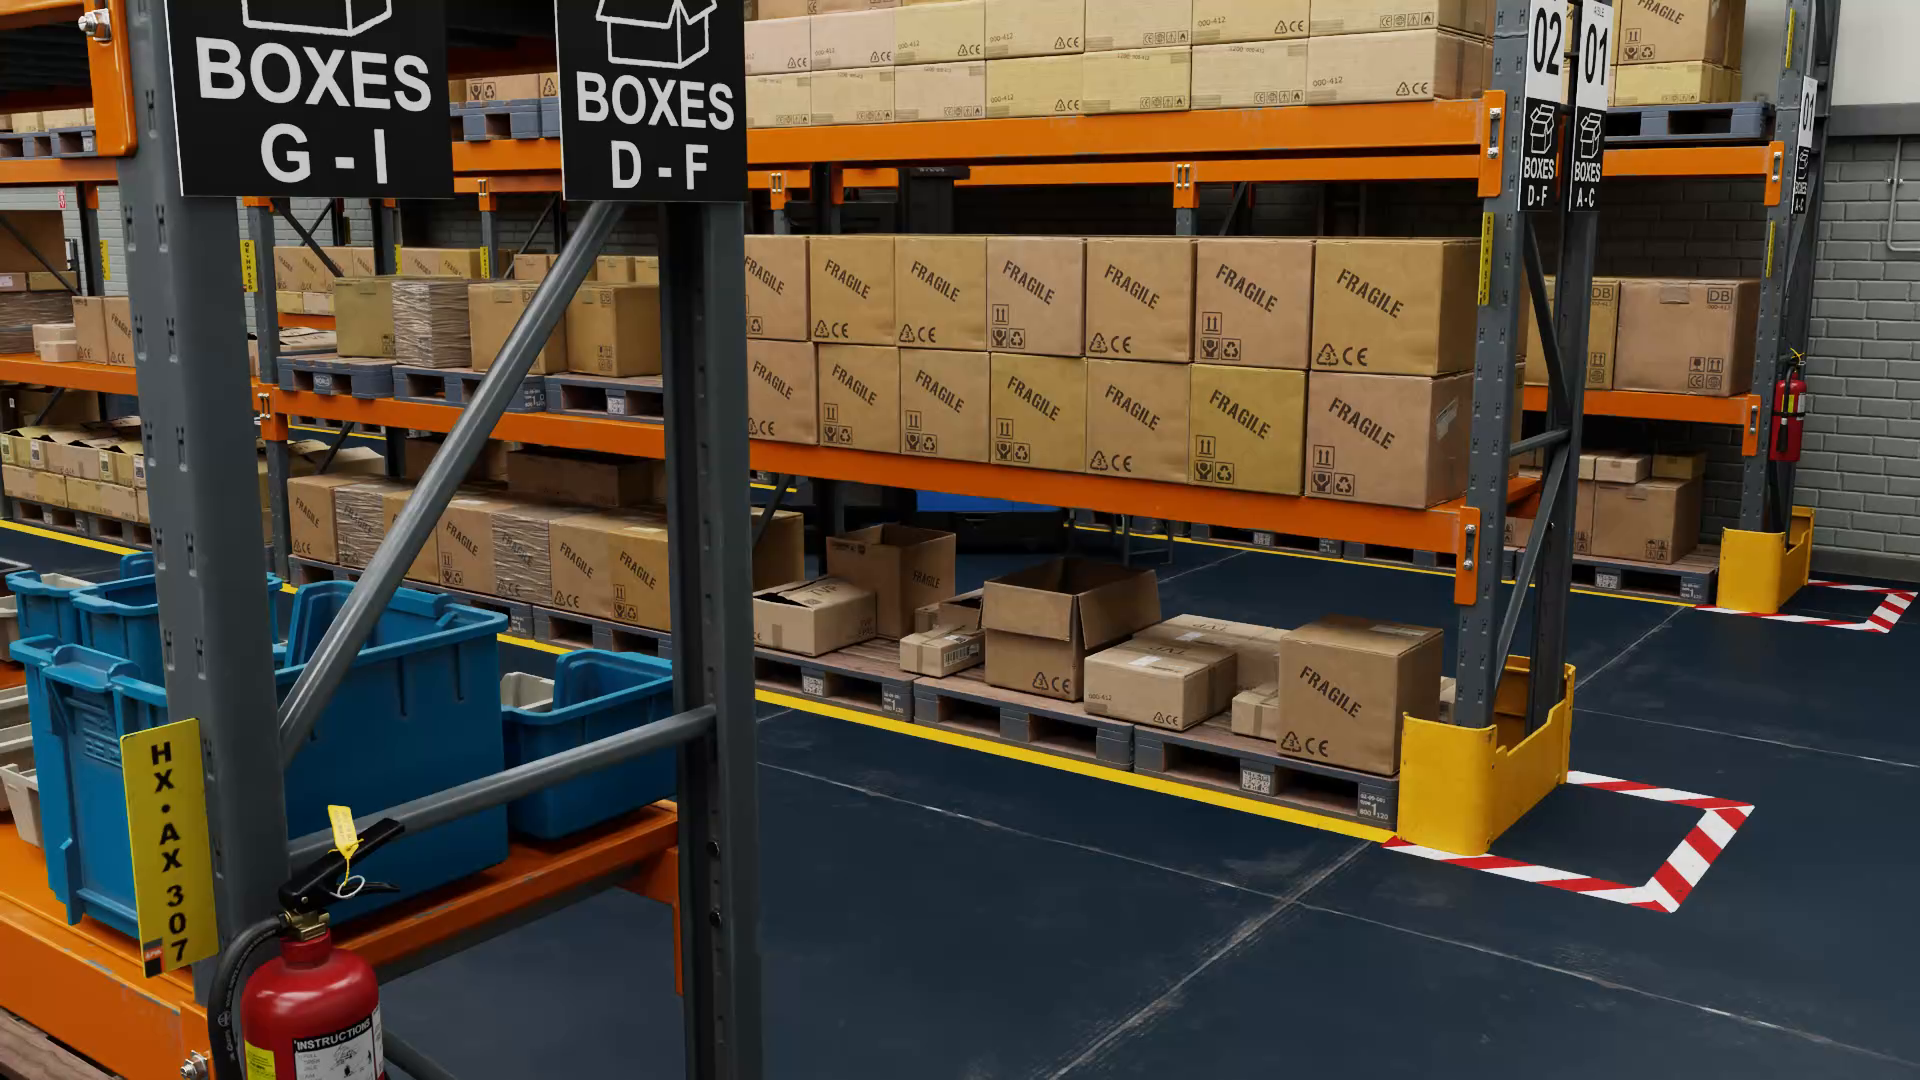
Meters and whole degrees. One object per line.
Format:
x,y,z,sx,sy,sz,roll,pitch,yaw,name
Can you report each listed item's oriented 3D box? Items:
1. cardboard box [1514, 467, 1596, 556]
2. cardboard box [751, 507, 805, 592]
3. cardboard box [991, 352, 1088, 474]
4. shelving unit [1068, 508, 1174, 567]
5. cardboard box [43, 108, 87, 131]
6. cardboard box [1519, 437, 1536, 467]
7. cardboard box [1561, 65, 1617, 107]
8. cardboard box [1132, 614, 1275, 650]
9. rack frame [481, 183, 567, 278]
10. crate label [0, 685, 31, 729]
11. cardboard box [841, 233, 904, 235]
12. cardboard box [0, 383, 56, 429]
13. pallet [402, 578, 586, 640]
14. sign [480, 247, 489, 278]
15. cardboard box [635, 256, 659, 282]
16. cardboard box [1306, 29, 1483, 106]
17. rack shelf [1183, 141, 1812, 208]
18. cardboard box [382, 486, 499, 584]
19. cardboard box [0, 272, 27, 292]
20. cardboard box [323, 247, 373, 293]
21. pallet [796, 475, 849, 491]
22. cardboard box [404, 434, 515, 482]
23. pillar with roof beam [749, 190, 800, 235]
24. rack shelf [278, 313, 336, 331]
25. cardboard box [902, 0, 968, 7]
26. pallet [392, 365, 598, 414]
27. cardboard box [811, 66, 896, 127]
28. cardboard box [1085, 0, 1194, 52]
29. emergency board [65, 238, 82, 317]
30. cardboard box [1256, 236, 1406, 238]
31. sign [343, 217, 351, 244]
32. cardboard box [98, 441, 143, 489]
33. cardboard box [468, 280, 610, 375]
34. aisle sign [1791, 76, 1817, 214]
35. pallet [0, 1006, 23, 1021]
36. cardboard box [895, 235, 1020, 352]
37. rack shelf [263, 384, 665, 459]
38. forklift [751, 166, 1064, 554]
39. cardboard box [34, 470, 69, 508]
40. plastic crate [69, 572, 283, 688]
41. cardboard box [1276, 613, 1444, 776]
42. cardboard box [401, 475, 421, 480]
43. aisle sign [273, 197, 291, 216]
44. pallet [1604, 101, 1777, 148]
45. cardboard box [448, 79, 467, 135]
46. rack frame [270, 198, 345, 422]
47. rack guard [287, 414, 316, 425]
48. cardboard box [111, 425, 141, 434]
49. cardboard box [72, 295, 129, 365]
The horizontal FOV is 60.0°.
4.132,-0.223,11.262,0.500,0.500,0.700,8,13,35,cardboard box
-1.241,0.104,9.518,0.500,0.500,0.500,7,13,33,cardboard box
0.482,-0.595,7.445,0.500,0.500,0.500,8,13,35,cardboard box
1.141,-0.615,11.759,0.431,1.500,0.755,-6,12,-27,shelving unit
-6.508,-3.188,12.505,0.500,0.250,0.500,6,13,30,cardboard box
3.938,-0.616,11.582,0.250,0.149,0.380,8,14,36,cardboard box
3.991,-2.879,10.643,0.500,0.250,0.500,7,13,33,cardboard box
1.153,0.551,7.865,0.500,0.250,0.500,8,13,36,cardboard box
-4.514,-2.474,17.420,0.127,3.000,1.000,8,13,36,rack frame
-1.934,0.366,3.279,0.243,0.136,0.396,8,13,36,crate label
-0.434,-1.338,8.655,0.500,0.500,0.500,8,14,36,cardboard box
-8.039,-1.095,14.449,0.500,0.500,0.500,8,13,36,cardboard box
-2.660,0.331,10.265,1.213,0.211,1.003,8,13,36,pallet
-4.829,-2.815,16.904,0.005,0.325,0.100,8,13,36,sign
-2.692,-2.477,16.016,0.500,0.500,0.700,8,13,36,cardboard box
1.659,-1.782,6.343,0.500,0.250,0.500,8,13,36,cardboard box
3.546,-2.469,11.392,4.000,0.370,1.077,8,13,36,rack shelf
-3.195,-0.044,10.283,0.500,0.500,0.500,8,13,35,cardboard box
-7.789,-2.080,13.415,0.250,0.149,0.380,8,13,35,cardboard box
-6.726,-3.012,18.570,0.500,0.500,0.500,7,13,34,cardboard box
-0.699,-0.555,14.842,1.213,0.211,1.003,8,13,36,pallet
-3.278,-0.547,10.910,0.500,0.250,0.500,9,14,38,cardboard box
-4.374,-4.589,12.559,0.400,9.000,9.100,8,13,36,pillar with roof beam
-6.126,-2.346,18.651,4.000,0.370,1.077,8,13,36,rack shelf
0.145,-2.646,7.518,0.500,0.500,0.700,8,13,36,cardboard box
-2.649,-0.953,10.065,1.213,0.211,1.003,8,13,36,pallet
-0.349,-2.065,7.806,0.500,0.250,0.500,8,13,36,cardboard box
0.860,-2.142,6.887,0.500,0.250,0.500,8,13,36,cardboard box
-13.467,-3.936,24.975,0.643,1.169,0.194,8,13,36,emergency board
1.602,-1.054,7.184,0.500,0.500,0.500,8,14,36,cardboard box
-7.393,-3.730,20.032,0.005,0.325,0.100,8,13,36,sign
-6.017,-0.589,12.336,0.500,0.311,0.500,8,14,37,cardboard box
-2.455,-1.260,9.777,0.500,0.500,0.700,4,12,21,cardboard box
5.039,-2.347,9.920,0.004,0.787,0.394,8,13,36,aisle sign
-3.314,1.388,4.799,1.213,0.211,1.003,8,13,36,pallet
0.049,-1.144,7.649,0.500,0.500,0.500,7,13,34,cardboard box
-2.607,-0.687,10.079,4.000,0.370,1.077,8,13,36,rack shelf
-0.758,-1.441,12.259,3.031,2.935,1.130,0,11,1,forklift
-6.853,-0.430,12.990,0.500,0.250,0.500,8,14,37,cardboard box
-1.771,0.218,3.786,0.300,0.233,0.416,8,13,36,plastic crate
1.645,0.622,6.841,0.500,0.500,0.500,8,13,36,cardboard box
-3.326,-0.185,11.011,0.500,0.500,0.500,9,14,38,cardboard box
-7.973,-4.162,19.302,0.004,0.787,0.394,8,13,36,aisle sign
4.554,-2.636,10.593,1.213,0.211,1.003,8,13,36,pallet
-3.017,-2.627,10.053,0.500,0.500,0.910,8,13,36,cardboard box
-7.738,-2.924,19.744,0.127,3.000,1.000,8,13,36,rack frame
-7.677,-1.688,19.938,0.348,0.500,1.175,8,13,36,rack guard
-6.524,-0.787,13.360,0.500,0.311,0.500,8,14,37,cardboard box
-6.409,-1.616,12.723,0.500,0.500,0.500,9,14,40,cardboard box
